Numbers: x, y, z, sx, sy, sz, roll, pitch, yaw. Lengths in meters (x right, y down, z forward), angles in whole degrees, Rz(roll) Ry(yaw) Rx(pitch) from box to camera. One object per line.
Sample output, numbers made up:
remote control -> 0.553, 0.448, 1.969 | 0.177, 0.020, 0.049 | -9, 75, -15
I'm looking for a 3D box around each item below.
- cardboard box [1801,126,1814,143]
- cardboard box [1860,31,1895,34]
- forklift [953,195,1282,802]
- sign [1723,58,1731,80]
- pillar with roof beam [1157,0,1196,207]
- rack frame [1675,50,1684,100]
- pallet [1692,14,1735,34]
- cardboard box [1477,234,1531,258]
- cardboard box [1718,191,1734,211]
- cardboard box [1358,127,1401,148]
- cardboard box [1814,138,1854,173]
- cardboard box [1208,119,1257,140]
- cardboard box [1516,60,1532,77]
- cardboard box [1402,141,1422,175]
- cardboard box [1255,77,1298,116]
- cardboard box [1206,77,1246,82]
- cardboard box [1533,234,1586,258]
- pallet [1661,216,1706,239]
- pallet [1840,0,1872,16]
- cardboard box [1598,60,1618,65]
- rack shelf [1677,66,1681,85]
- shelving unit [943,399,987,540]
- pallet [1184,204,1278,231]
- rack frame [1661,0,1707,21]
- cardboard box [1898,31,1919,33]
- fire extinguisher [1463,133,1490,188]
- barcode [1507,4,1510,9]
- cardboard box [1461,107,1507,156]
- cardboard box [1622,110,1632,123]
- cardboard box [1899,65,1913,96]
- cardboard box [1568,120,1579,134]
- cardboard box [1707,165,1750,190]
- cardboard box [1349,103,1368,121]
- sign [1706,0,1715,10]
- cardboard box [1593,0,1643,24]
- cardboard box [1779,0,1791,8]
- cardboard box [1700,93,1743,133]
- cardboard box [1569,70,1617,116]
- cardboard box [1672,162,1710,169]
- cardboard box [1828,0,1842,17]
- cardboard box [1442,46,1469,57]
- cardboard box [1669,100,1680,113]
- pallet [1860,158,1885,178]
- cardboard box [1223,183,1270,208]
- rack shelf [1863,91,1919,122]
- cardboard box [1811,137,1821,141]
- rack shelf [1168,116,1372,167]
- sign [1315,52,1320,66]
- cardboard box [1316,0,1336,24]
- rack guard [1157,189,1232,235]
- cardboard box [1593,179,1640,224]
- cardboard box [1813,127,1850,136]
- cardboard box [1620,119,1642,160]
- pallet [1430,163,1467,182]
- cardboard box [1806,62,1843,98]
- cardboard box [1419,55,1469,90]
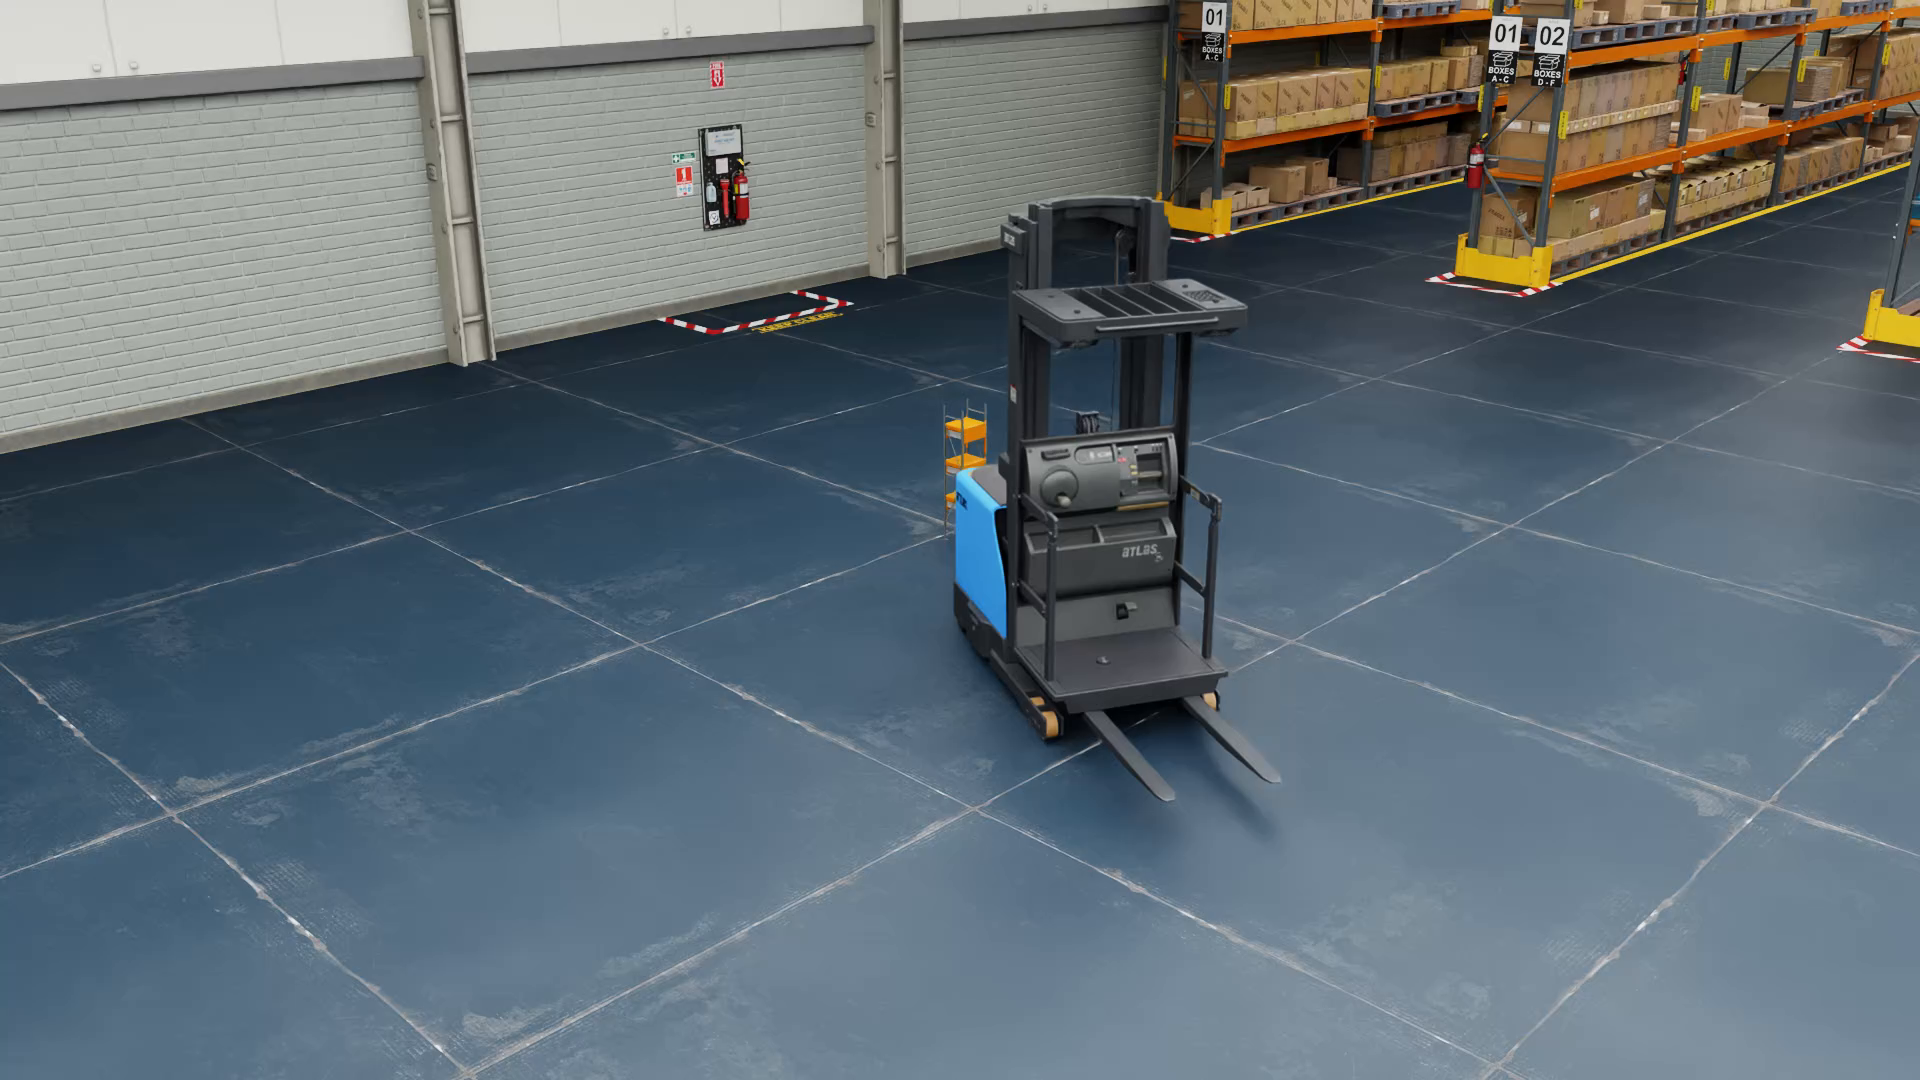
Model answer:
cardboard box -> 14.089, -6.891, 28.147 | 0.500, 0.250, 0.500 | 19, 28, 41
cardboard box -> 16.525, -8.922, 30.072 | 0.500, 0.500, 0.500 | 19, 28, 40
forklift -> 0.895, -0.380, 9.477 | 1.130, 2.935, 3.031 | -7, 22, -17
sign -> 12.112, -7.431, 26.224 | 0.100, 0.325, 0.005 | 19, 28, 41
pillar with roof beam -> 6.328, -8.096, 21.096 | 9.100, 9.000, 0.400 | 19, 28, 41
rack frame -> 14.537, -10.090, 34.644 | 1.000, 3.000, 0.127 | 19, 28, 41
pallet -> 10.323, -7.307, 23.490 | 0.805, 0.209, 1.217 | 18, 27, 39
cardboard box -> 7.089, -3.862, 21.690 | 0.500, 0.250, 0.500 | 19, 28, 41
cardboard box -> 11.249, -5.116, 24.951 | 0.500, 0.250, 0.500 | -20, 28, -41
cardboard box -> 6.972, -6.701, 27.654 | 0.500, 0.250, 0.500 | 19, 28, 40
cardboard box -> 14.808, -6.538, 28.274 | 0.500, 0.500, 0.500 | 19, 28, 41
cardboard box -> 3.943, -5.962, 24.087 | 0.500, 0.250, 0.500 | 18, 28, 39
cardboard box -> 9.850, -8.421, 29.721 | 0.500, 0.500, 0.500 | -19, 28, -40
cardboard box -> 7.376, -6.503, 28.185 | 0.700, 0.500, 0.500 | 20, 28, 41
cardboard box -> 4.640, -6.569, 24.622 | 0.500, 0.500, 0.500 | 18, 27, 39
cardboard box -> 3.910, -6.567, 24.616 | 0.500, 0.500, 0.500 | -20, 29, -41
cardboard box -> 7.807, -3.862, 21.689 | 0.500, 0.250, 0.500 | 19, 28, 41
pallet -> 10.203, -4.664, 24.414 | 1.003, 0.211, 1.213 | 19, 28, 41
pallet -> 14.072, -8.718, 27.155 | 1.213, 0.211, 1.003 | 19, 28, 41
cardboard box -> 12.136, -9.337, 32.267 | 0.700, 0.700, 0.980 | -20, 28, -41
rack shelf -> 13.142, -9.240, 33.436 | 1.077, 0.370, 4.000 | 19, 28, 41
shelving unit -> 0.037, -0.504, 12.422 | 0.215, 1.050, 0.252 | 19, 28, 41
pallet -> 4.020, -4.895, 25.015 | 1.003, 0.211, 1.213 | 19, 28, 41
rack frame -> 9.717, -8.566, 22.319 | 1.000, 3.000, 0.127 | 19, 28, 41
cardboard box -> 17.265, -8.916, 30.059 | 0.500, 0.500, 0.500 | -19, 28, -41
fire extinguisher -> 6.512, -4.788, 20.958 | 0.296, 0.674, 0.183 | 19, 28, 41
barcode -> 6.792, -6.607, 20.594 | 0.001, 0.075, 0.075 | 19, 28, 41
cardboard box -> 9.563, -7.382, 30.011 | 0.750, 0.750, 0.750 | 19, 28, 40
cardboard box -> 8.611, -5.597, 21.912 | 0.250, 0.149, 0.380 | -19, 28, -40
cardboard box -> 16.554, -8.193, 29.569 | 0.500, 0.500, 0.500 | 19, 28, 40
cardboard box -> 7.537, -5.203, 20.887 | 0.380, 0.149, 0.250 | 18, 28, 39
cardboard box -> 11.607, -5.508, 25.190 | 0.500, 0.311, 0.500 | 19, 28, 40
cardboard box -> 6.052, -6.747, 26.128 | 0.500, 0.250, 0.500 | 19, 28, 41
sign -> 10.116, -7.306, 22.390 | 0.100, 0.325, 0.005 | 19, 28, 41
cardboard box -> 8.281, -6.805, 20.997 | 0.500, 0.500, 0.500 | 19, 28, 41
cardboard box -> 12.232, -8.190, 25.144 | 0.500, 0.250, 0.500 | 17, 27, 37
cardboard box -> 11.349, -6.406, 24.920 | 0.500, 0.500, 0.500 | 17, 27, 38
cardboard box -> 8.013, -5.787, 21.502 | 0.700, 0.500, 0.500 | 19, 28, 41
cardboard box -> 11.214, -5.640, 25.533 | 0.500, 0.311, 0.500 | 18, 28, 39
cardboard box -> 13.507, -8.627, 26.517 | 0.910, 0.500, 0.500 | 19, 28, 41
cardboard box -> 8.523, -8.405, 28.606 | 0.380, 0.149, 0.250 | 14, 25, 32
cardboard box -> 9.681, -5.992, 22.940 | 0.380, 0.149, 0.250 | 19, 28, 41
pallet -> 15.778, -6.697, 29.705 | 1.003, 0.211, 1.213 | 19, 28, 41
cardboard box -> 4.320, -5.229, 25.133 | 0.500, 0.311, 0.500 | -17, 27, -38
rack shelf -> 16.693, -8.001, 30.213 | 1.077, 0.370, 4.000 | 19, 28, 41
cardboard box -> 14.422, -6.658, 28.587 | 0.500, 0.500, 0.500 | -20, 28, -41
rack shelf -> 4.770, -6.155, 25.410 | 1.077, 0.370, 4.000 | 19, 28, 41
sign -> 5.765, -7.683, 26.770 | 0.100, 0.325, 0.005 | 19, 28, 41
cardboard box -> 5.269, -7.991, 24.835 | 0.500, 0.500, 0.500 | 18, 27, 39
rack guard -> 3.428, -4.830, 24.443 | 1.175, 0.500, 0.348 | 19, 28, 41
cardboard box -> 8.847, -4.600, 22.563 | 0.500, 0.500, 0.500 | 19, 28, 41
cardboard box -> 15.492, -7.079, 29.681 | 0.500, 0.500, 0.500 | 19, 28, 41
cardboard box -> 8.696, -5.432, 22.387 | 0.500, 0.500, 0.700 | -20, 28, -41
pallet -> 8.410, -6.531, 29.273 | 1.003, 0.211, 1.213 | 19, 28, 41
cardboard box -> 14.110, -7.596, 27.431 | 0.700, 0.500, 0.500 | 12, 24, 27
cardboard box -> 8.265, -8.012, 28.485 | 0.700, 0.500, 0.500 | 16, 26, 36
